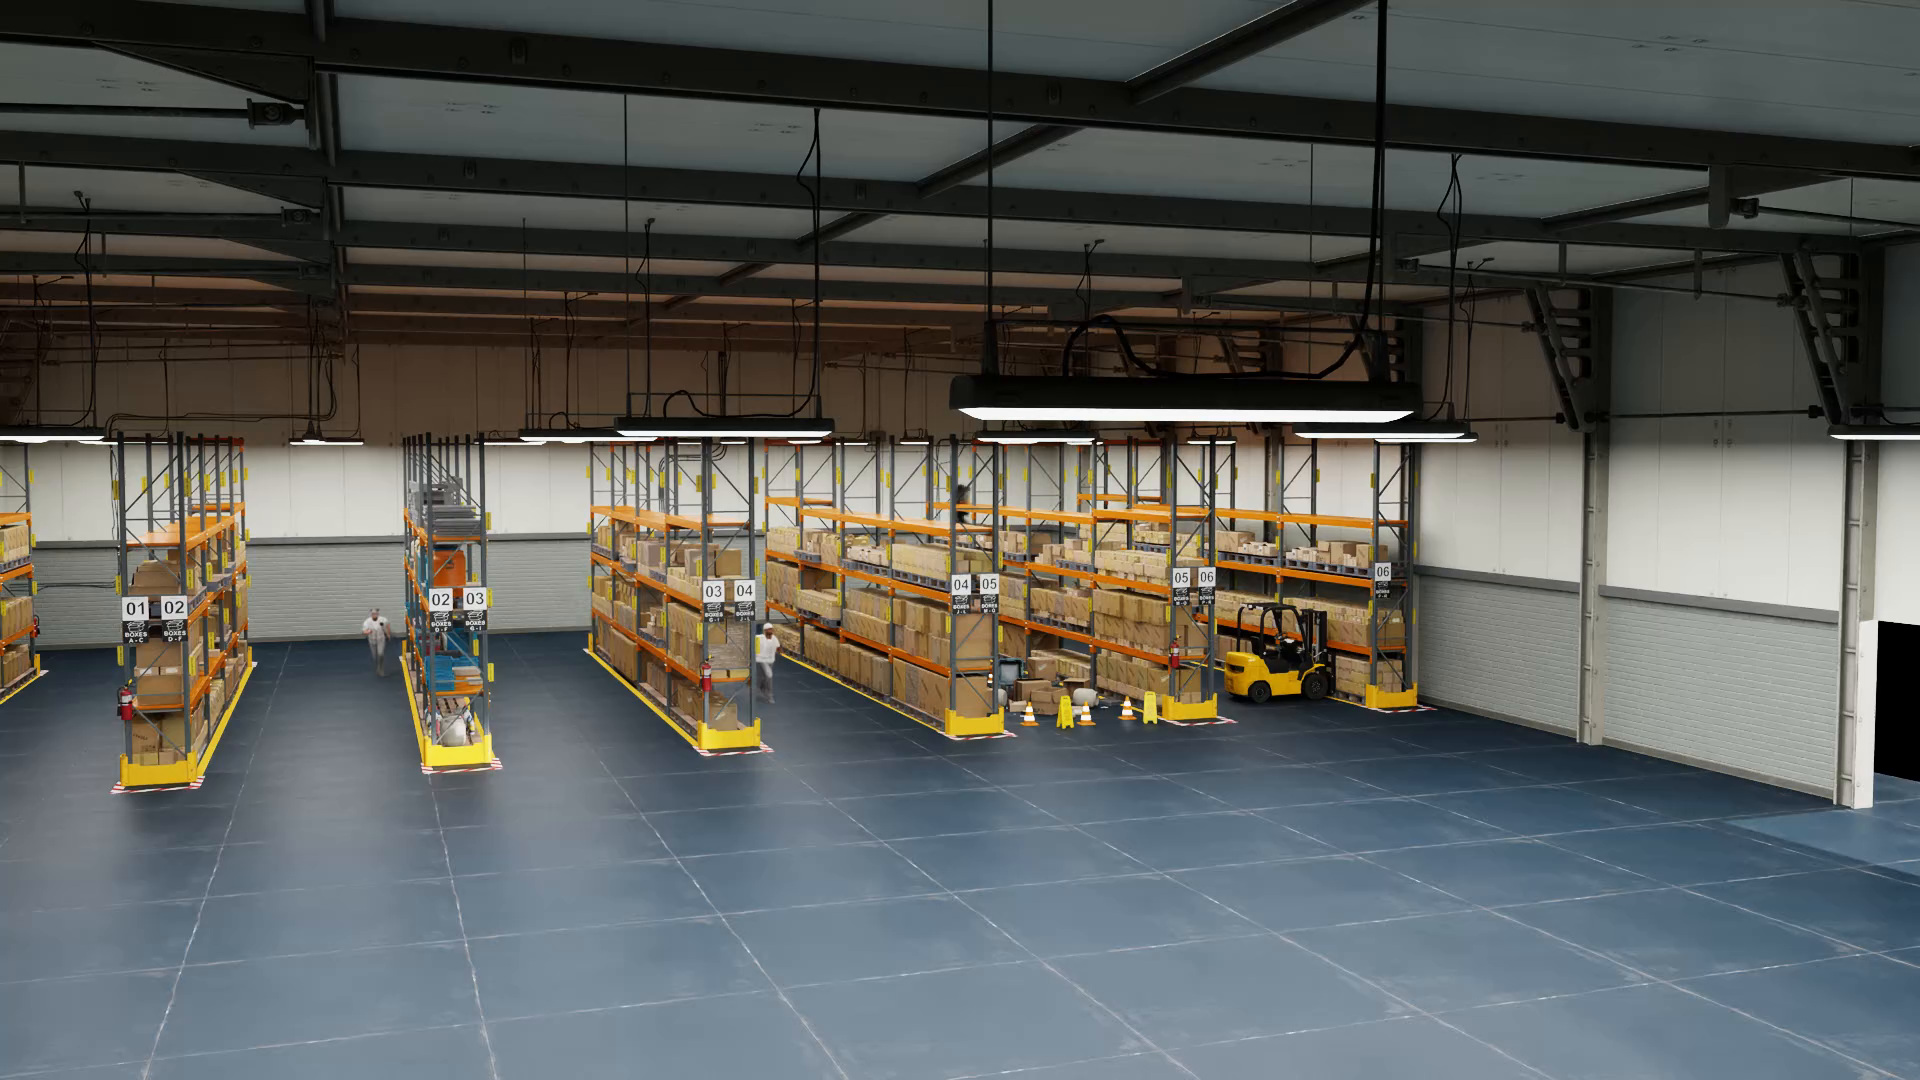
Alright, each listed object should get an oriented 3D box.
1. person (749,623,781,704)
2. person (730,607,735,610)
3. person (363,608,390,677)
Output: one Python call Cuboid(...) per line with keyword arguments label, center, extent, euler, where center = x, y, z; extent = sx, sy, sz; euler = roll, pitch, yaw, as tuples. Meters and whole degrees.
Cuboid(label="person", center=(-4.407, 2.766, 37.458), extent=(0.745, 1.815, 0.883), euler=(-3, 4, -44))
Cuboid(label="person", center=(-6.736, 2.240, 47.490), extent=(0.669, 1.715, 0.701), euler=(-2, 4, -35))
Cuboid(label="person", center=(-14.604, 2.543, 41.651), extent=(0.598, 1.728, 0.994), euler=(0, 3, -7))
